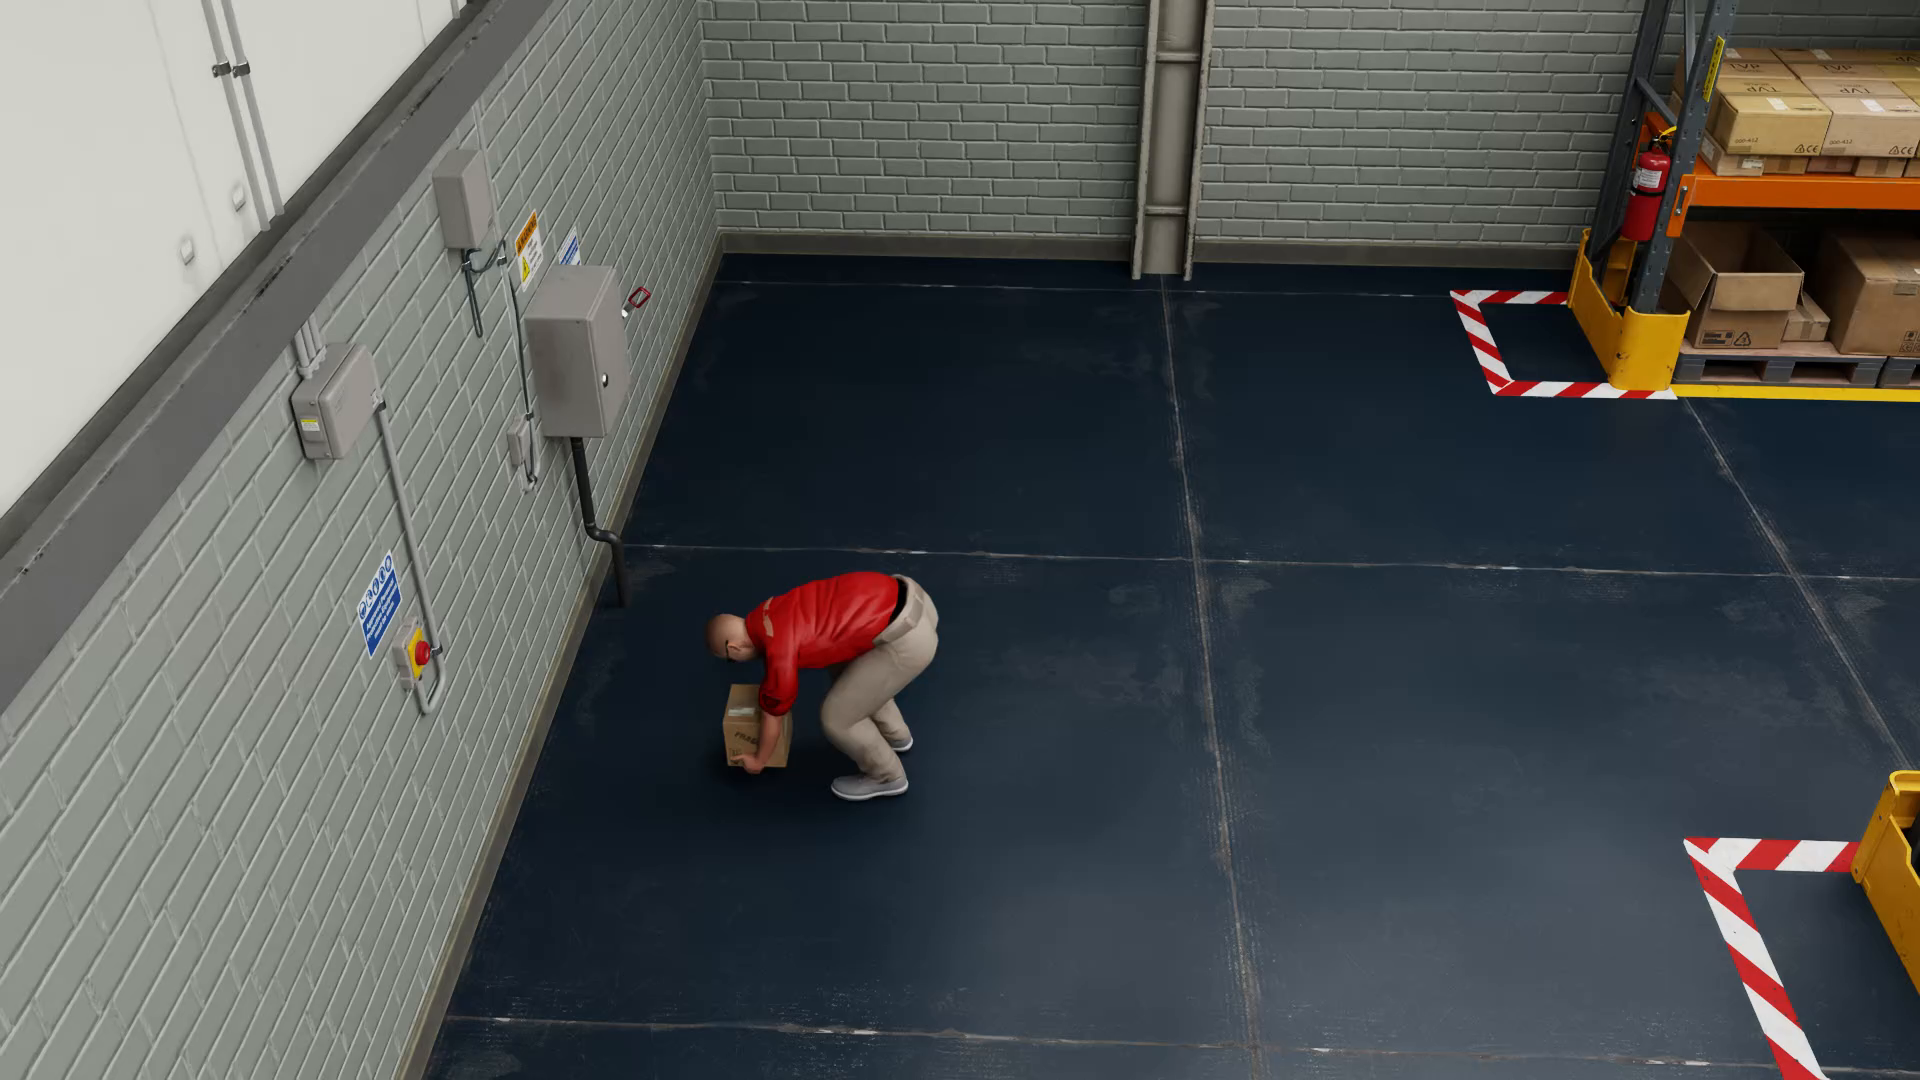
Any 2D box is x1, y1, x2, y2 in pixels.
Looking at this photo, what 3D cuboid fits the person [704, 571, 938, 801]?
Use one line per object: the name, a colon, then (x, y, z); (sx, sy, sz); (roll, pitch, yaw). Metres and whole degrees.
person: (-0.567, 0.594, 6.946); (0.958, 0.974, 0.528); (0, 35, 0)
